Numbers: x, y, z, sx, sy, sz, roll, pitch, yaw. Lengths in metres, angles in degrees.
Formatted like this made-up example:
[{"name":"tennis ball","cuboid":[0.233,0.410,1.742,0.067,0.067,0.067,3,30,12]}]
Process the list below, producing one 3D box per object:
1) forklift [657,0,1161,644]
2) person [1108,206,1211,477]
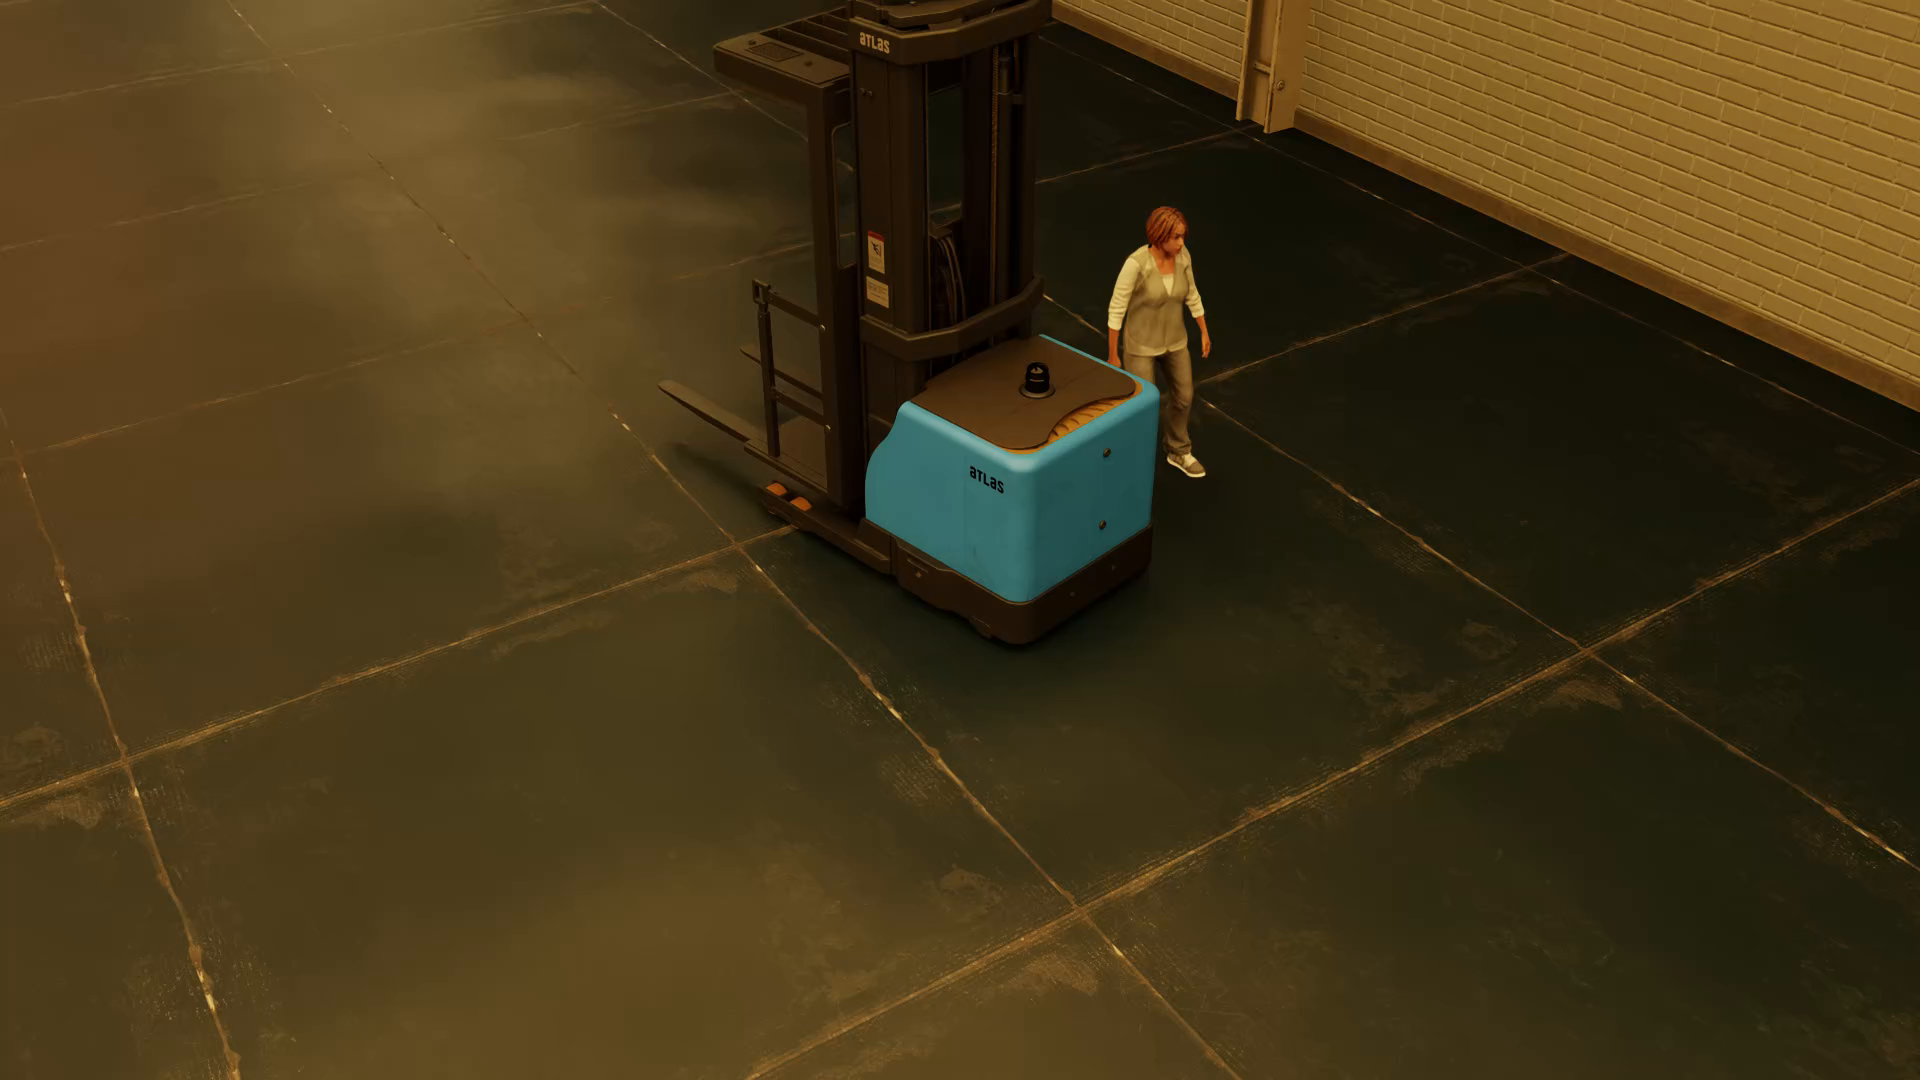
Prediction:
[{"name":"forklift","cuboid":[-0.435,-1.446,8.205,3.031,2.935,1.130,29,45,35]},{"name":"person","cuboid":[1.047,-1.007,8.752,0.583,1.587,0.359,-17,38,-22]}]
